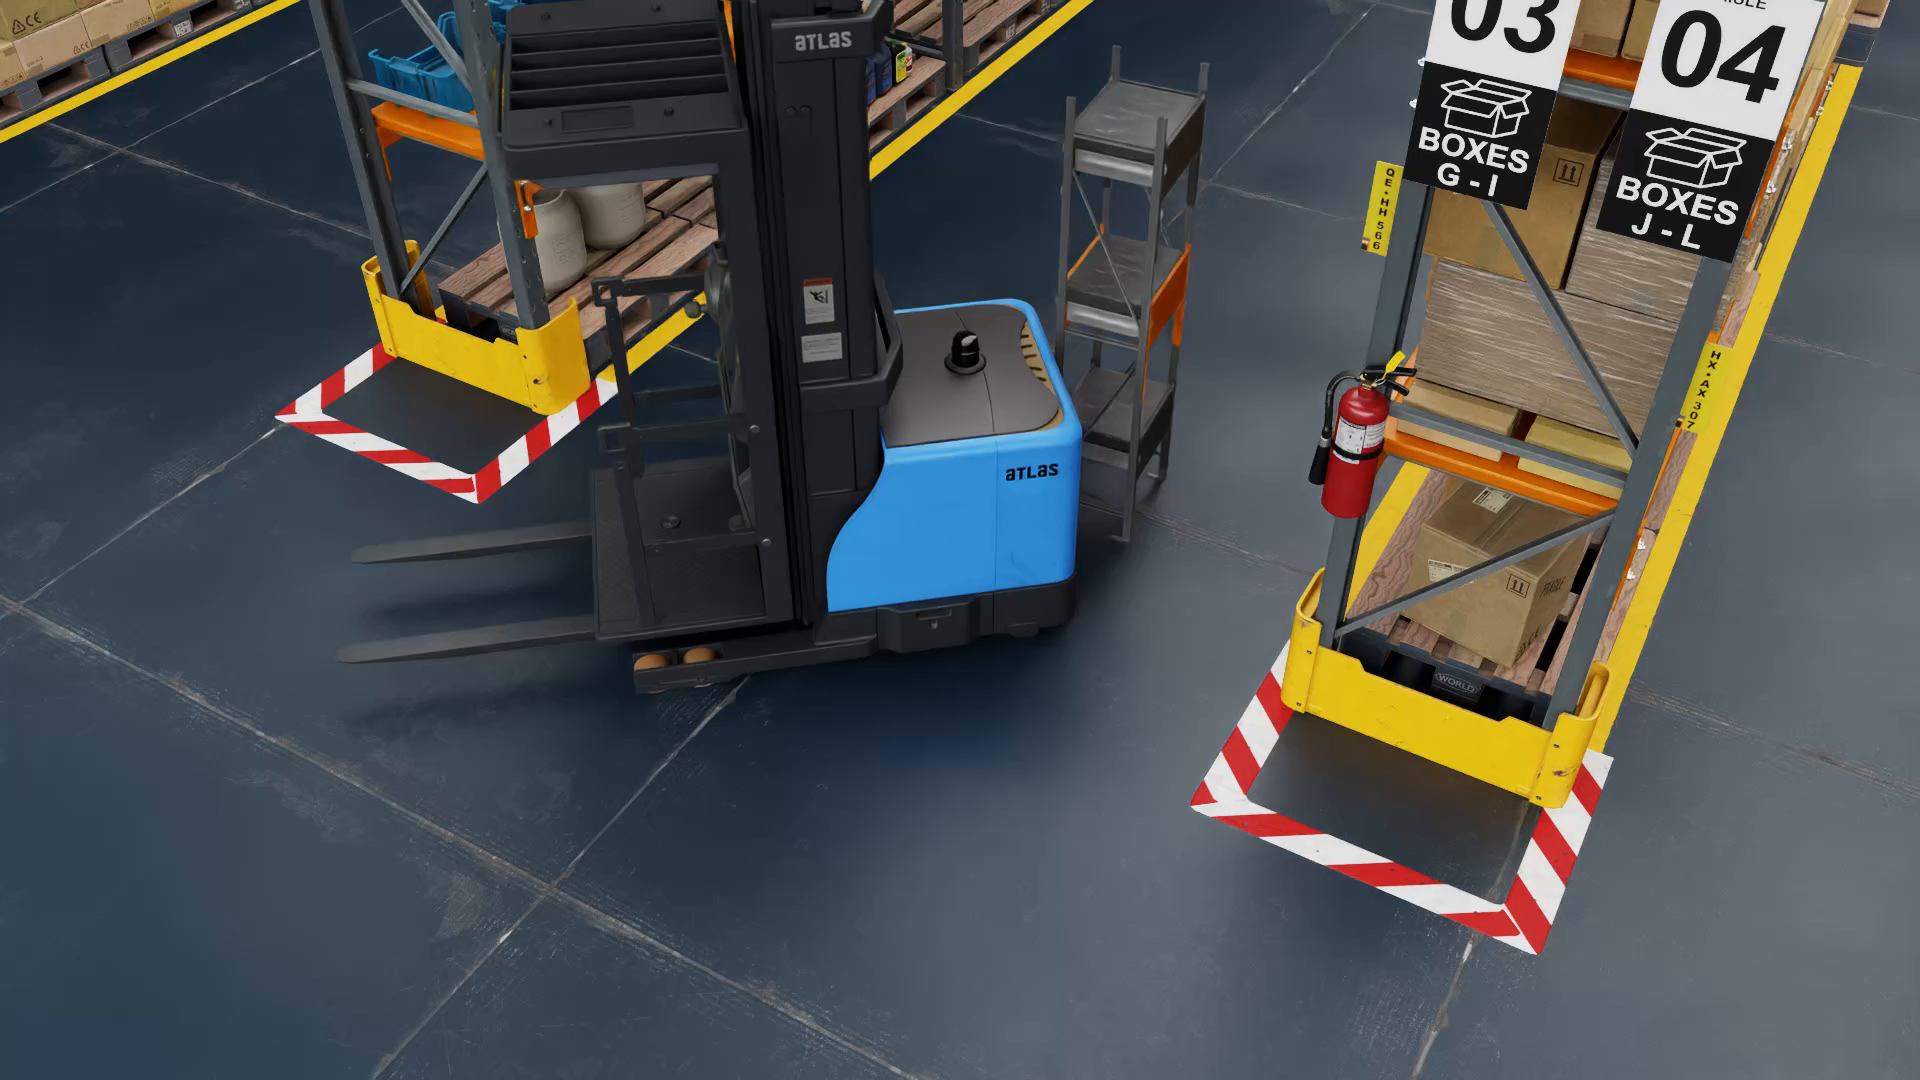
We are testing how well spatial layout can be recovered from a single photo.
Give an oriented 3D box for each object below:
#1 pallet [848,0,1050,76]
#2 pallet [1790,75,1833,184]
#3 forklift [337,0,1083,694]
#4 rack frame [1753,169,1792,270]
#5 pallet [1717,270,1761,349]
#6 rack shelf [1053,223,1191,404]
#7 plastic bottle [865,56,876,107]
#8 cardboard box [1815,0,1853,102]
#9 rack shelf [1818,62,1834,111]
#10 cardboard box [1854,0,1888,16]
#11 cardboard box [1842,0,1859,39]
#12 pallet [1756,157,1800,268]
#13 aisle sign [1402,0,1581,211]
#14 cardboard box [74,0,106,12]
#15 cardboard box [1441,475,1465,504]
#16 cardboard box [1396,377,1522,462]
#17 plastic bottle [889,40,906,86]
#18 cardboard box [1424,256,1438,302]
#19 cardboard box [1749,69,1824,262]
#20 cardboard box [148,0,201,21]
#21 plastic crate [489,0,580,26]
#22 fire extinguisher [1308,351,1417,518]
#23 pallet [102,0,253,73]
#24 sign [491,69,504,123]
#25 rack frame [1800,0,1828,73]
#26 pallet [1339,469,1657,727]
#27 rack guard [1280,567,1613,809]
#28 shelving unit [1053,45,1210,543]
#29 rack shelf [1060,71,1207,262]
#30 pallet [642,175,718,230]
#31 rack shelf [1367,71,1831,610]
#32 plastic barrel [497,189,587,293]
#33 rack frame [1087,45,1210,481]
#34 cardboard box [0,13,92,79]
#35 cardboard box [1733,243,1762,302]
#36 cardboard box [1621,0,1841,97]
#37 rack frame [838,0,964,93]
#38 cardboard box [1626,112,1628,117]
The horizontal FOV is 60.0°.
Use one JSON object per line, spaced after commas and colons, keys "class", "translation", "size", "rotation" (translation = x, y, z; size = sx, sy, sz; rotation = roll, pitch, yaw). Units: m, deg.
{"class": "pallet", "translation": [-0.081, -3.667, 11.569], "size": [1.003, 0.211, 1.213], "rotation": [21, 45, 22]}
{"class": "pallet", "translation": [4.846, -2.713, 10.487], "size": [1.003, 0.211, 1.213], "rotation": [21, 45, 22]}
{"class": "forklift", "translation": [-1.075, -0.849, 6.312], "size": [3.031, 2.935, 1.130], "rotation": [-7, 42, -8]}
{"class": "rack frame", "translation": [3.848, -2.613, 8.263], "size": [1.000, 3.000, 0.127], "rotation": [21, 45, 22]}
{"class": "pallet", "translation": [3.542, -1.170, 8.735], "size": [1.003, 0.211, 1.213], "rotation": [21, 45, 22]}
{"class": "rack shelf", "translation": [0.690, -0.970, 7.099], "size": [0.431, 0.518, 0.480], "rotation": [17, 44, 18]}
{"class": "plastic bottle", "translation": [-0.609, -2.848, 10.202], "size": [0.144, 0.351, 0.185], "rotation": [19, 45, 20]}
{"class": "cardboard box", "translation": [3.108, -1.932, 6.432], "size": [0.500, 0.500, 0.500], "rotation": [21, 45, 22]}
{"class": "rack shelf", "translation": [4.849, -3.487, 9.800], "size": [1.077, 0.370, 4.000], "rotation": [21, 45, 22]}
{"class": "cardboard box", "translation": [4.367, -3.404, 8.390], "size": [1.000, 1.000, 1.000], "rotation": [21, 46, 22]}
{"class": "cardboard box", "translation": [3.612, -2.502, 7.080], "size": [0.500, 0.500, 0.500], "rotation": [21, 45, 22]}
{"class": "pallet", "translation": [4.236, -2.012, 9.691], "size": [1.003, 0.211, 1.213], "rotation": [21, 45, 22]}
{"class": "aisle sign", "translation": [1.555, -1.363, 4.877], "size": [0.394, 0.787, 0.004], "rotation": [21, 45, 22]}
{"class": "cardboard box", "translation": [-5.780, -3.820, 10.829], "size": [0.500, 0.500, 0.500], "rotation": [21, 45, 22]}
{"class": "cardboard box", "translation": [2.443, -0.249, 7.152], "size": [0.500, 0.500, 0.500], "rotation": [-33, 51, -32]}
{"class": "cardboard box", "translation": [1.810, -0.461, 6.010], "size": [0.380, 0.149, 0.250], "rotation": [21, 45, 22]}
{"class": "plastic bottle", "translation": [-0.396, -3.012, 10.439], "size": [0.061, 0.283, 0.133], "rotation": [23, 46, 24]}
{"class": "cardboard box", "translation": [2.292, -1.105, 6.250], "size": [0.875, 0.500, 0.500], "rotation": [21, 45, 22]}
{"class": "cardboard box", "translation": [2.614, -1.357, 5.779], "size": [0.500, 0.500, 0.500], "rotation": [21, 45, 22]}
{"class": "cardboard box", "translation": [-5.516, -3.819, 11.395], "size": [0.500, 0.250, 0.500], "rotation": [21, 45, 22]}
{"class": "plastic crate", "translation": [-2.121, -2.661, 8.430], "size": [0.499, 0.251, 0.408], "rotation": [21, 45, 22]}
{"class": "fire extinguisher", "translation": [1.390, -0.382, 5.788], "size": [0.296, 0.674, 0.183], "rotation": [21, 45, 22]}
{"class": "pallet", "translation": [-5.771, -3.703, 11.610], "size": [1.003, 0.211, 1.213], "rotation": [21, 45, 22]}
{"class": "sign", "translation": [-1.968, -1.882, 7.223], "size": [0.100, 0.325, 0.005], "rotation": [21, 45, 22]}
{"class": "rack frame", "translation": [1.846, -2.576, 3.681], "size": [1.000, 3.000, 0.127], "rotation": [21, 45, 22]}
{"class": "pallet", "translation": [2.321, 0.226, 7.149], "size": [1.003, 0.211, 1.213], "rotation": [21, 45, 22]}
{"class": "rack guard", "translation": [1.884, 0.571, 6.539], "size": [1.175, 0.500, 0.348], "rotation": [21, 45, 22]}
{"class": "shelving unit", "translation": [0.690, -0.980, 7.090], "size": [0.431, 2.100, 0.503], "rotation": [17, 44, 18]}
{"class": "rack shelf", "translation": [0.690, -1.495, 6.636], "size": [0.431, 0.518, 0.480], "rotation": [17, 44, 18]}
{"class": "pallet", "translation": [-1.422, -2.133, 9.828], "size": [1.003, 0.211, 1.213], "rotation": [21, 45, 22]}
{"class": "rack shelf", "translation": [2.847, -1.199, 7.201], "size": [1.077, 0.370, 4.000], "rotation": [21, 45, 22]}
{"class": "plastic barrel", "translation": [-2.179, -1.588, 8.664], "size": [0.421, 0.512, 0.421], "rotation": [0, 41, 0]}
{"class": "rack frame", "translation": [0.792, -1.126, 7.256], "size": [0.400, 2.100, 0.015], "rotation": [17, 44, 18]}
{"class": "cardboard box", "translation": [-6.021, -3.249, 10.748], "size": [0.500, 0.250, 0.500], "rotation": [21, 45, 22]}
{"class": "cardboard box", "translation": [3.030, -1.140, 6.781], "size": [0.380, 0.149, 0.250], "rotation": [21, 45, 22]}
{"class": "cardboard box", "translation": [2.311, -1.584, 4.938], "size": [0.500, 0.250, 0.500], "rotation": [22, 46, 23]}
{"class": "rack frame", "translation": [-0.440, -4.251, 10.123], "size": [1.000, 3.000, 0.127], "rotation": [21, 45, 22]}
{"class": "cardboard box", "translation": [2.153, -1.533, 5.979], "size": [0.500, 0.500, 0.500], "rotation": [21, 45, 22]}
